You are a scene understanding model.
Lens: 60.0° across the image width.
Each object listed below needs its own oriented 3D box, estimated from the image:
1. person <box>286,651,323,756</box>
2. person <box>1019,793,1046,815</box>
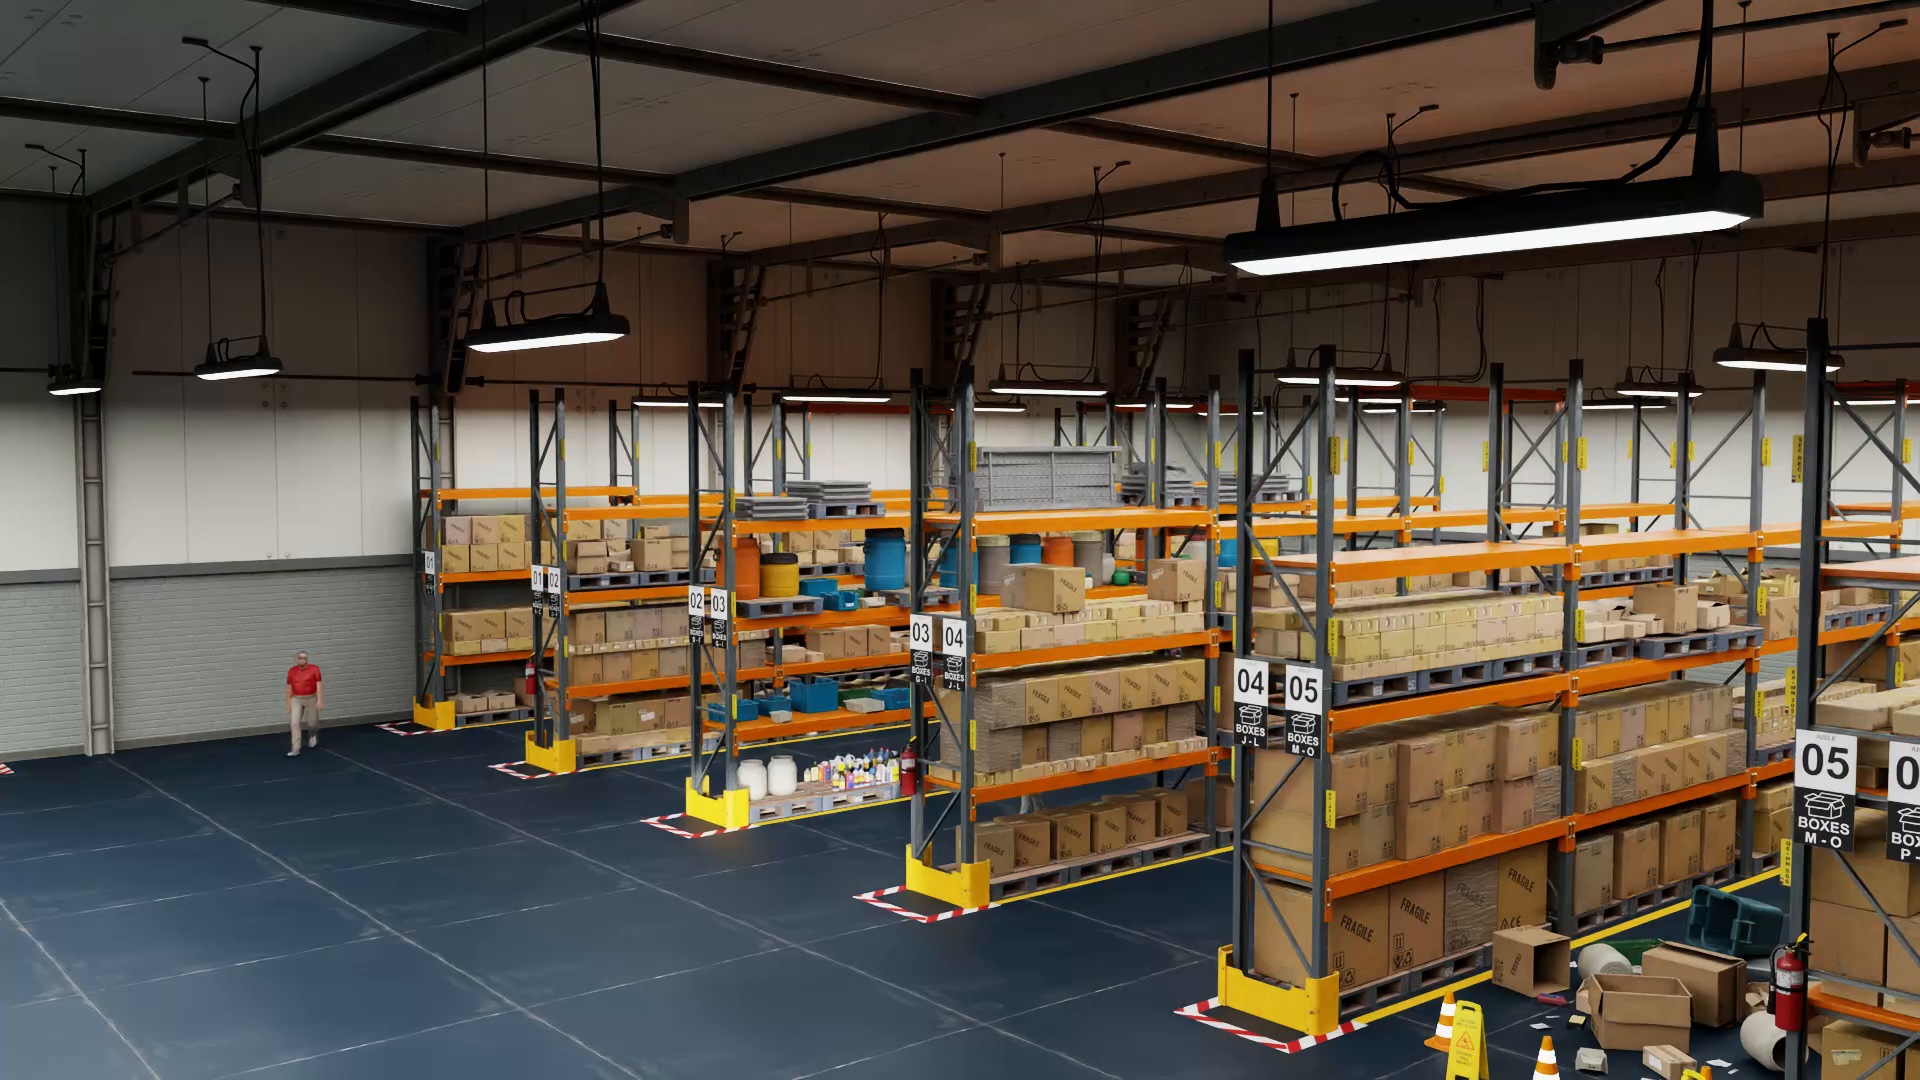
[{"bbox_3d":[-10.890,2.677,27.619,0.591,1.692,0.911,-1,3,-13],"label":"person"},{"bbox_3d":[0.904,3.049,22.410,0.795,1.566,0.428,-2,4,-34],"label":"person"}]
